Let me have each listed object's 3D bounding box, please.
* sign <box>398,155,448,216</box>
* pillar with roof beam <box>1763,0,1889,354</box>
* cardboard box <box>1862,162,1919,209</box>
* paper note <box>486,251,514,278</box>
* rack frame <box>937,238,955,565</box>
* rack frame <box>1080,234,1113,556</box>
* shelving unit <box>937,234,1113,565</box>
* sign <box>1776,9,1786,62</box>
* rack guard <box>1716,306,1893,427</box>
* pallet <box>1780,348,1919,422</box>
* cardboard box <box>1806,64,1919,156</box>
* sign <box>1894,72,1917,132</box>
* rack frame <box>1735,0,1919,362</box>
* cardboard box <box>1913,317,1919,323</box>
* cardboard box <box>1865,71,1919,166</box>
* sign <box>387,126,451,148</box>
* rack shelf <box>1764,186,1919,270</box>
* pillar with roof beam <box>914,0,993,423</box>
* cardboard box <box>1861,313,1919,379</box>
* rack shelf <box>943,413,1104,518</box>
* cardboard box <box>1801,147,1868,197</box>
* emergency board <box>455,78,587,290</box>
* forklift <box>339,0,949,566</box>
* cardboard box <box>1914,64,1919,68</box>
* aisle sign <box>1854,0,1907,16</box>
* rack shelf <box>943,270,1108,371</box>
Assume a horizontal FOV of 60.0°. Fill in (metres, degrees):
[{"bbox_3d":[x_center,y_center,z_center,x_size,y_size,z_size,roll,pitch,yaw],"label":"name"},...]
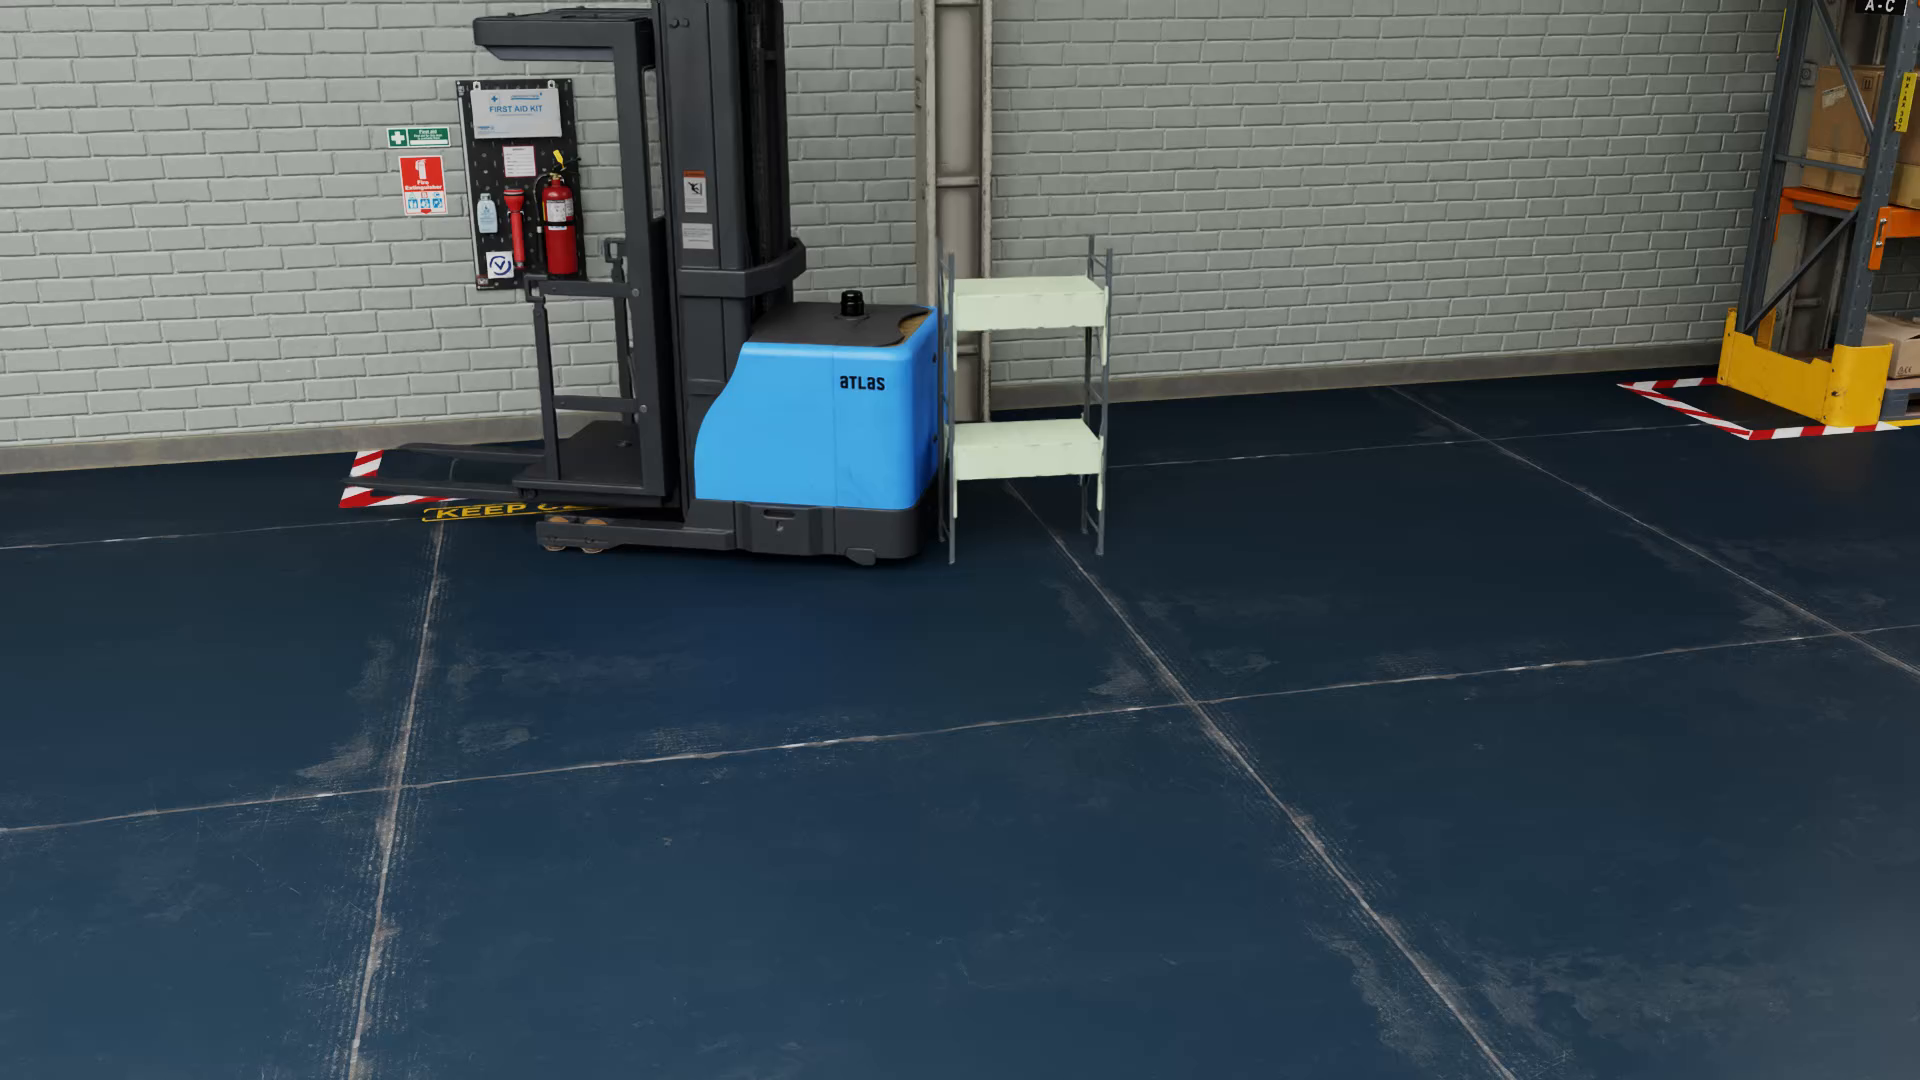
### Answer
[{"bbox_3d":[-3.015,-1.992,9.339,0.234,0.329,0.001,-5,21,-12],"label":"sign"},{"bbox_3d":[6.791,-4.018,6.201,0.400,9.000,9.100,-5,21,-12],"label":"pillar with roof beam"},{"bbox_3d":[5.866,-2.168,10.062,0.500,0.250,0.500,-5,21,-14],"label":"cardboard box"},{"bbox_3d":[-2.641,-1.580,9.547,0.142,0.148,0.016,-5,21,-12],"label":"paper note"},{"bbox_3d":[-0.067,-0.654,7.919,0.023,1.500,0.400,-3,20,-8],"label":"rack frame"},{"bbox_3d":[0.656,-0.693,8.027,0.023,1.500,0.400,-3,20,-8],"label":"rack frame"},{"bbox_3d":[0.294,-0.674,7.973,0.755,1.500,0.431,-3,20,-8],"label":"shelving unit"},{"bbox_3d":[5.210,-3.177,10.483,0.005,0.325,0.100,-5,21,-12],"label":"sign"},{"bbox_3d":[5.392,-1.129,10.671,0.348,0.500,1.175,-5,21,-12],"label":"rack guard"},{"bbox_3d":[6.190,-1.046,10.864,1.213,0.211,1.003,-5,21,-12],"label":"pallet"},{"bbox_3d":[5.728,-2.697,10.414,0.500,0.500,0.500,-5,21,-13],"label":"cardboard box"},{"bbox_3d":[5.443,-2.522,9.580,0.005,0.325,0.100,-5,21,-12],"label":"sign"},{"bbox_3d":[5.318,-2.297,10.225,0.127,3.000,1.000,-5,21,-12],"label":"rack frame"},{"bbox_3d":[6.567,-1.311,10.802,0.500,0.311,0.500,-3,20,-8],"label":"cardboard box"},{"bbox_3d":[5.851,-2.525,9.946,0.500,0.500,0.500,-5,21,-12],"label":"cardboard box"},{"bbox_3d":[-3.008,-2.238,9.241,0.331,0.109,0.001,-5,21,-12],"label":"sign"},{"bbox_3d":[7.264,-2.118,10.780,4.000,0.370,1.077,-5,21,-12],"label":"rack shelf"},{"bbox_3d":[0.952,-3.543,4.904,0.400,9.000,9.100,-5,21,-12],"label":"pillar with roof beam"},{"bbox_3d":[6.012,-1.266,10.679,0.500,0.311,0.500,-7,21,-19],"label":"cardboard box"},{"bbox_3d":[0.294,-0.368,8.085,0.720,0.370,0.431,-3,20,-8],"label":"rack shelf"},{"bbox_3d":[5.728,-2.338,10.525,0.500,0.250,0.500,-4,21,-12],"label":"cardboard box"},{"bbox_3d":[-2.453,-1.984,9.371,0.643,1.169,0.194,-5,21,-12],"label":"emergency board"},{"bbox_3d":[-1.618,-1.483,8.102,3.031,2.935,1.130,4,20,10],"label":"forklift"},{"bbox_3d":[6.220,-2.733,10.514,0.500,0.500,0.500,-4,21,-12],"label":"cardboard box"},{"bbox_3d":[5.317,-3.412,9.488,0.004,0.787,0.394,-5,21,-12],"label":"aisle sign"},{"bbox_3d":[0.294,-1.040,7.839,0.720,0.370,0.431,-3,20,-8],"label":"rack shelf"}]
